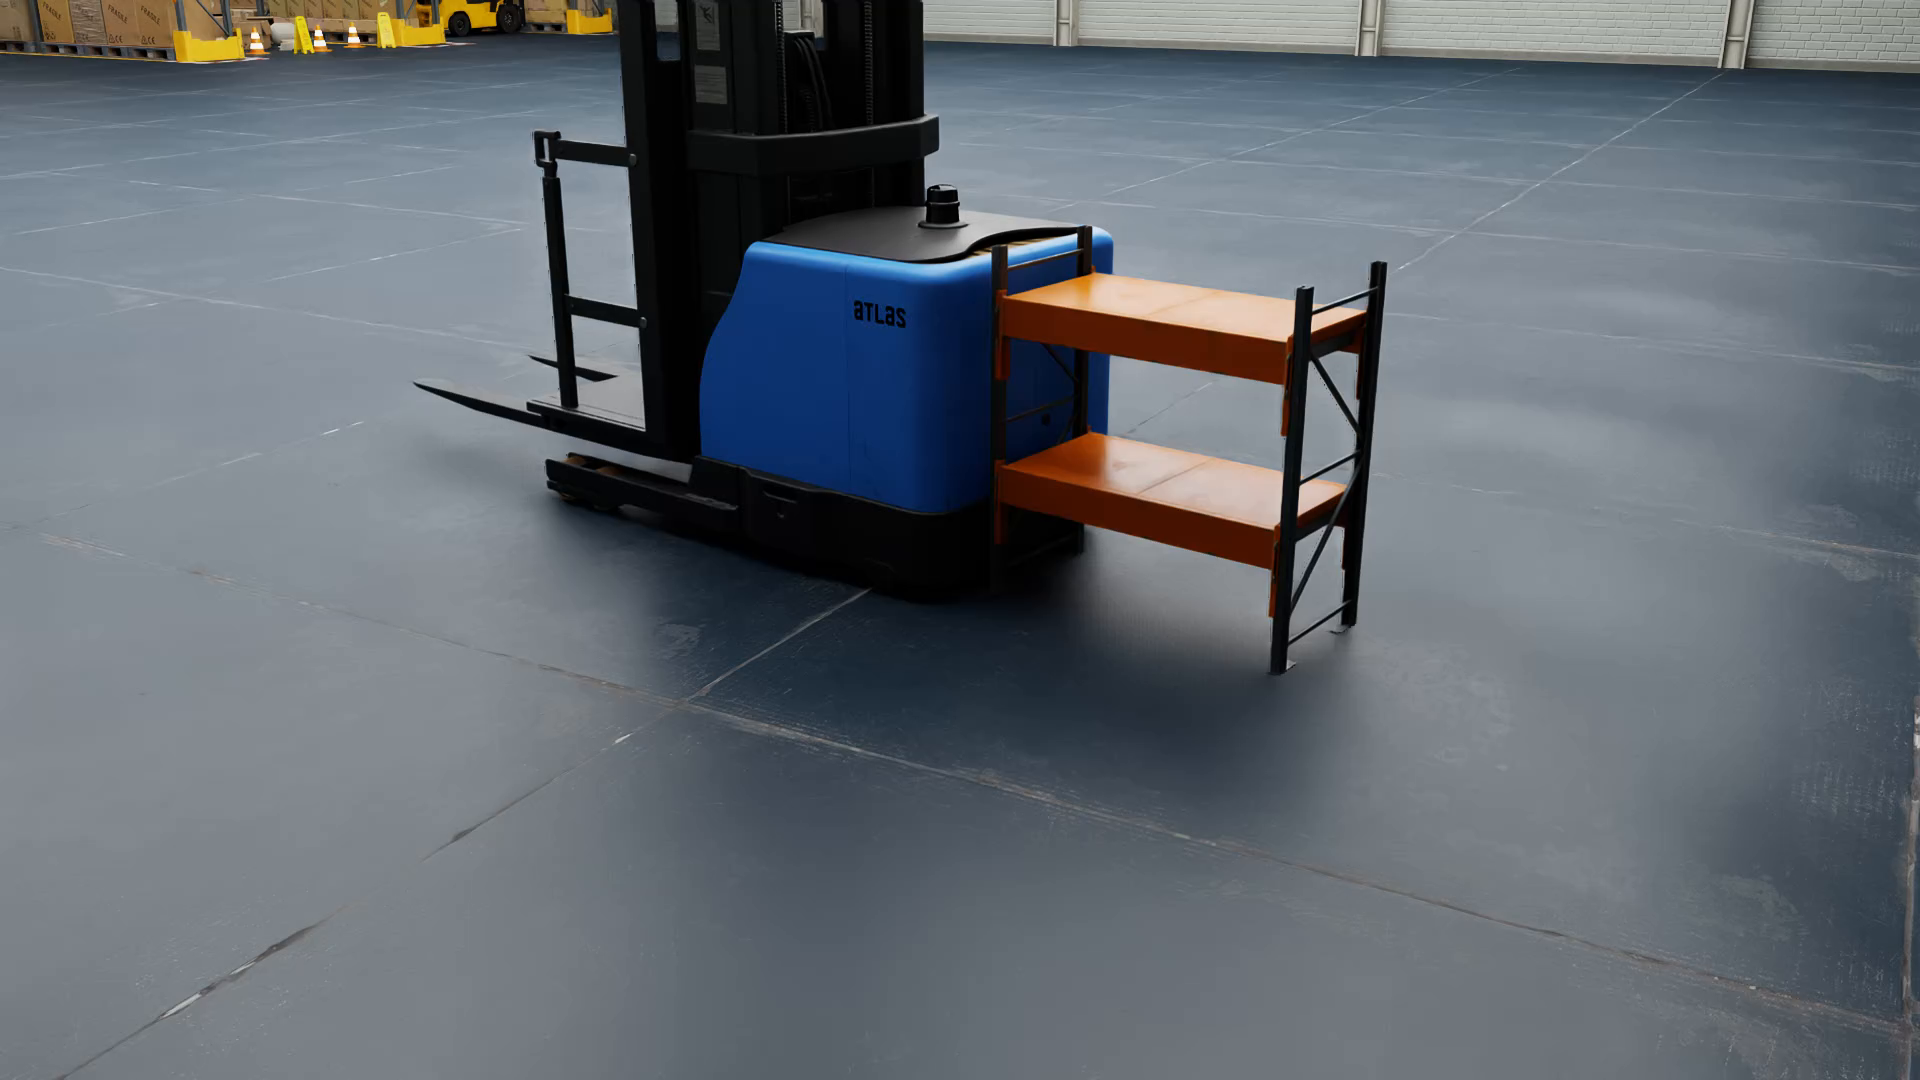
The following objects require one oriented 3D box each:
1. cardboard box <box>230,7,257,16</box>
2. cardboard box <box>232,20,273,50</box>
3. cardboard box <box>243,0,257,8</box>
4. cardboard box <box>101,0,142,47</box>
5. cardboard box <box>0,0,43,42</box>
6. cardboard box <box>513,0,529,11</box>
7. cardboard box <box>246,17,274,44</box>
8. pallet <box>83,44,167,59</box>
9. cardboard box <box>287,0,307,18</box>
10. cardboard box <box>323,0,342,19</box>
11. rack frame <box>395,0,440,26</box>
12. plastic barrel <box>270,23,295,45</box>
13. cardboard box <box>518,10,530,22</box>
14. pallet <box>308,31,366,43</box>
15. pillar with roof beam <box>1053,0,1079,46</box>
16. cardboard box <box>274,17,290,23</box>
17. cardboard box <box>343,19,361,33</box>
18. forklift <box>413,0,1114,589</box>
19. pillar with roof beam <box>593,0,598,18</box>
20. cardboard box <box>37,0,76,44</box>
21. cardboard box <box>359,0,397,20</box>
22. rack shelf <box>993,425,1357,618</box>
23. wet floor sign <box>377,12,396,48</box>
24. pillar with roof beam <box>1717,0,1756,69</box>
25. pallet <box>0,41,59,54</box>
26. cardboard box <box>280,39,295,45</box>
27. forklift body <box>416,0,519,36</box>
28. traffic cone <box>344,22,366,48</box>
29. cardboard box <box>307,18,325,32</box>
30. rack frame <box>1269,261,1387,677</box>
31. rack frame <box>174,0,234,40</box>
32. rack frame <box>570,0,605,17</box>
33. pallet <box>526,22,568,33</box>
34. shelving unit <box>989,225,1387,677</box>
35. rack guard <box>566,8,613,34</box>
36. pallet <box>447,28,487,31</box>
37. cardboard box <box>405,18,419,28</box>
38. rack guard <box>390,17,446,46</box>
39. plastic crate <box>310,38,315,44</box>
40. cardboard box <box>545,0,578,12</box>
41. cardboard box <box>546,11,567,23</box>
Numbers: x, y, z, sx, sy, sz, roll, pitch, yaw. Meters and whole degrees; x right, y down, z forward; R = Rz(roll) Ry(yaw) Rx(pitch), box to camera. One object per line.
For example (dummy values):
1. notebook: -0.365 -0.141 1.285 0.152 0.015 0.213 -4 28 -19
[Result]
1. cardboard box: -15.236 -11.051 35.168 0.625 0.372 0.950 12 23 31
2. cardboard box: -13.424 -9.583 31.546 0.637 0.503 0.797 -4 20 -10
3. cardboard box: -17.499 -13.397 41.449 0.500 0.500 0.500 10 22 26
4. cardboard box: -14.375 -9.165 29.233 0.875 0.875 0.875 10 22 26
5. cardboard box: -17.059 -9.609 30.640 0.750 0.750 1.050 11 23 27
6. cardboard box: -9.709 -11.991 37.205 0.500 0.250 0.500 10 22 26
7. cardboard box: -13.876 -10.126 33.044 0.500 0.500 0.500 -7 21 -20
8. pallet: -14.779 -8.730 29.622 1.213 0.211 1.003 11 23 27
9. cardboard box: -13.291 -10.877 33.768 0.500 0.500 0.500 12 23 29
10. cardboard box: -12.377 -10.703 33.289 0.500 0.500 0.500 10 22 26
11. rack frame: -10.656 -11.218 32.393 0.127 3.000 1.000 11 23 27
12. plastic barrel: -13.197 -9.900 32.536 0.512 0.421 0.421 -7 21 -20
13. cardboard box: -9.664 -11.757 37.294 0.500 0.250 0.500 11 23 28
14. pallet: -12.475 -10.269 33.865 1.213 0.211 1.003 11 23 27
15. pillar with roof beam: -0.030 -12.624 27.469 0.400 9.000 9.100 11 23 27
16. cardboard box: -13.764 -10.610 34.132 0.500 0.250 0.500 10 22 25
17. cardboard box: -11.941 -10.266 33.184 0.500 0.250 0.500 11 23 27
18. forklift: -0.933 -1.610 6.006 3.031 2.935 1.130 15 25 36
19. pillar with roof beam: -10.506 -14.619 32.971 0.400 9.000 9.100 11 23 27
20. cardboard box: -15.959 -9.466 30.063 0.875 0.875 0.875 11 23 28
21. cardboard box: -11.482 -10.531 32.815 0.500 0.500 0.500 11 23 28
22. rack shelf: 0.660 -0.083 5.161 1.000 0.278 0.538 15 25 36
23. wet floor sign: -11.012 -9.761 31.829 0.267 0.644 0.232 -16 26 -38
24. pillar with roof beam: 10.446 -10.628 21.968 0.400 9.000 9.100 11 23 27
25. pallet: -17.184 -9.188 30.885 1.213 0.211 1.003 11 23 27
26. cardboard box: -12.784 -9.495 31.821 0.380 0.149 0.250 -11 23 -29
27. forklift body: -10.783 -12.070 35.985 1.214 2.155 2.313 11 23 27
28. traffic cone: -11.660 -9.713 31.964 0.334 0.463 0.336 11 23 27
29. cardboard box: -12.828 -10.437 33.655 0.500 0.250 0.500 10 22 27
30. rack frame: 1.059 -0.205 4.781 0.032 1.125 0.500 15 25 36
31. rack frame: -12.981 -9.728 28.284 0.127 3.000 1.000 11 23 27
32. rack frame: -8.238 -12.697 36.468 0.127 3.000 1.000 11 23 27
33. pallet: -8.926 -11.500 37.260 1.213 0.211 1.003 11 23 27
34. shelving unit: 0.660 -0.313 5.077 1.048 1.125 0.538 15 25 36
35. rack guard: -8.217 -11.518 36.883 0.348 0.500 1.175 11 23 27
36. pallet: -11.056 -11.906 38.378 1.213 0.211 1.003 11 23 27
37. cardboard box: -11.225 -10.340 33.387 0.500 0.250 0.500 11 22 27
38. rack guard: -10.722 -10.056 32.854 0.348 0.500 1.175 11 23 27
39. plastic crate: -13.177 -10.006 33.332 0.583 0.080 0.402 3 20 9
40. cardboard box: -8.816 -11.824 36.747 0.500 0.250 0.500 10 22 27
41. cardboard box: -8.802 -11.585 36.821 0.500 0.250 0.500 11 23 28
